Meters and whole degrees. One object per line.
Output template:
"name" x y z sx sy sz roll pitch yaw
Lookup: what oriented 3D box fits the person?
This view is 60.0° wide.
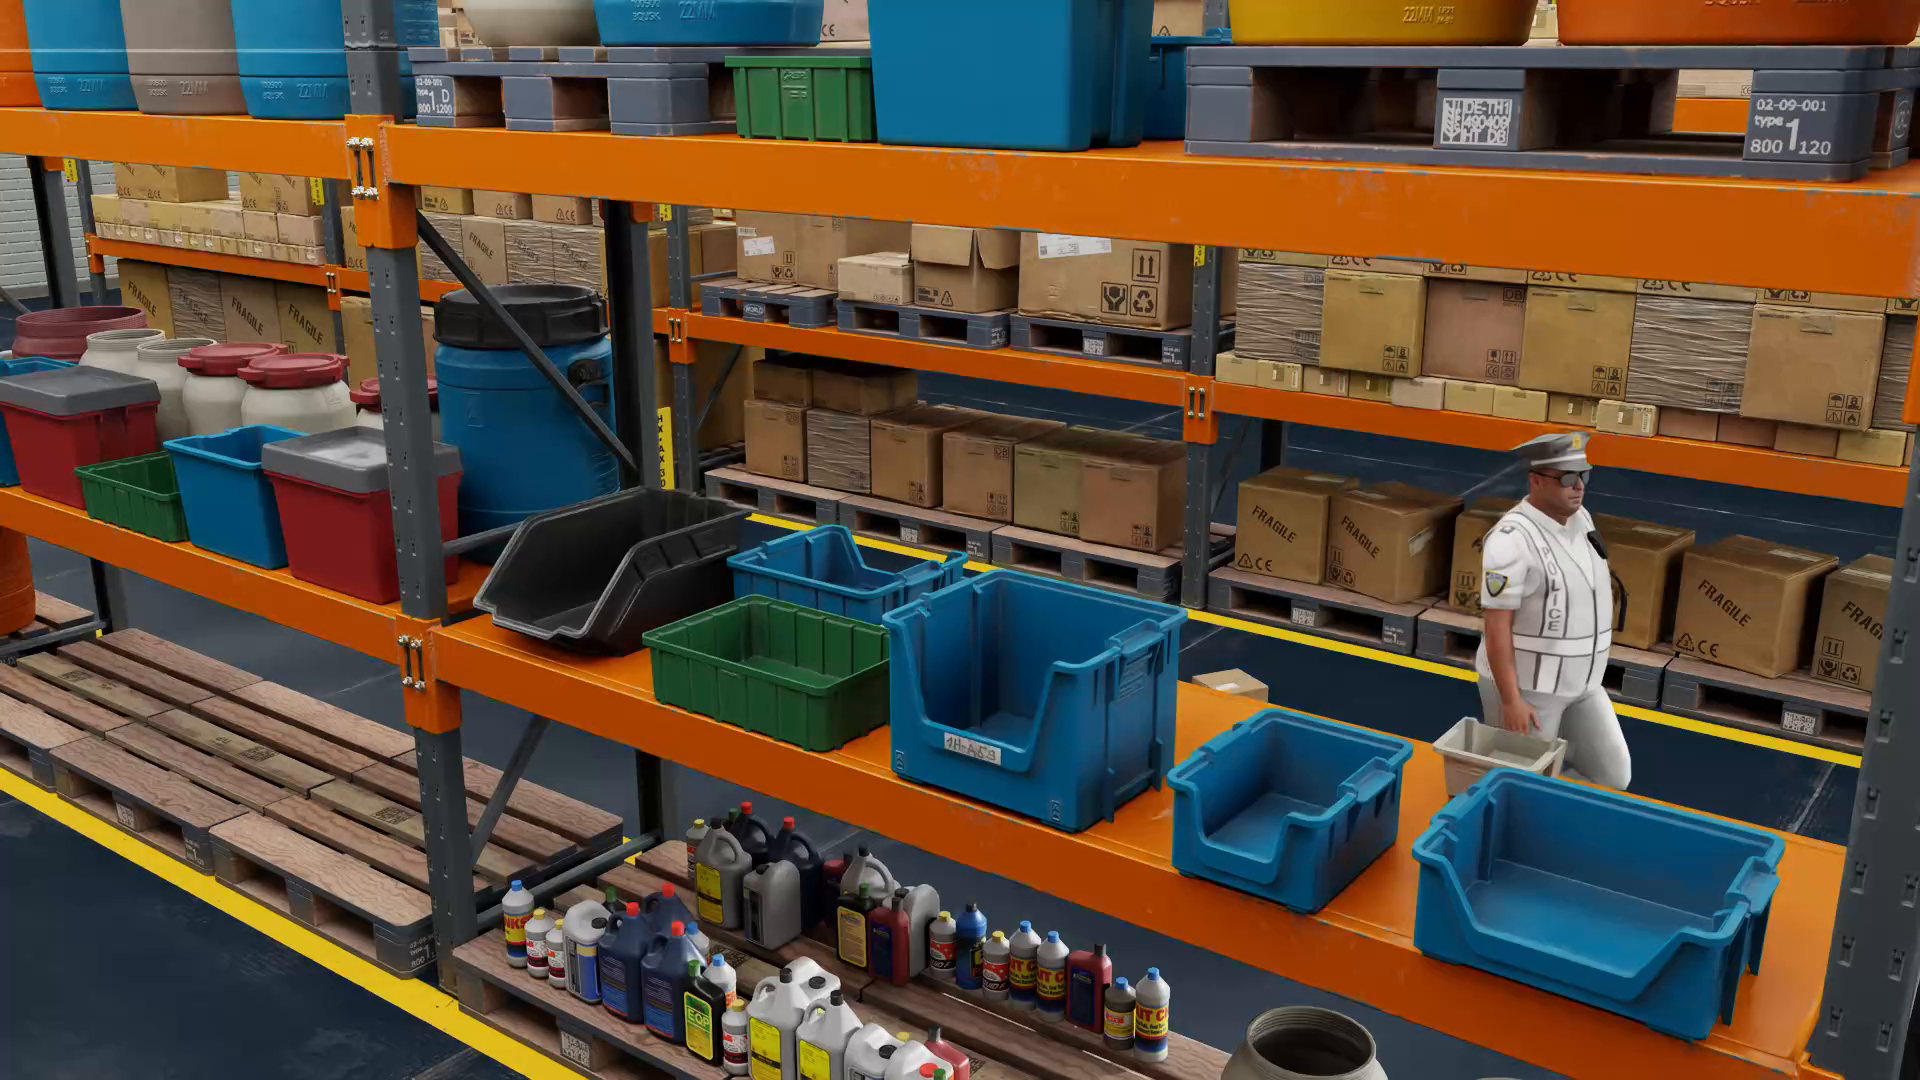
"person" 2.039 0.503 5.736 0.568 1.802 0.462 -11 20 -34
